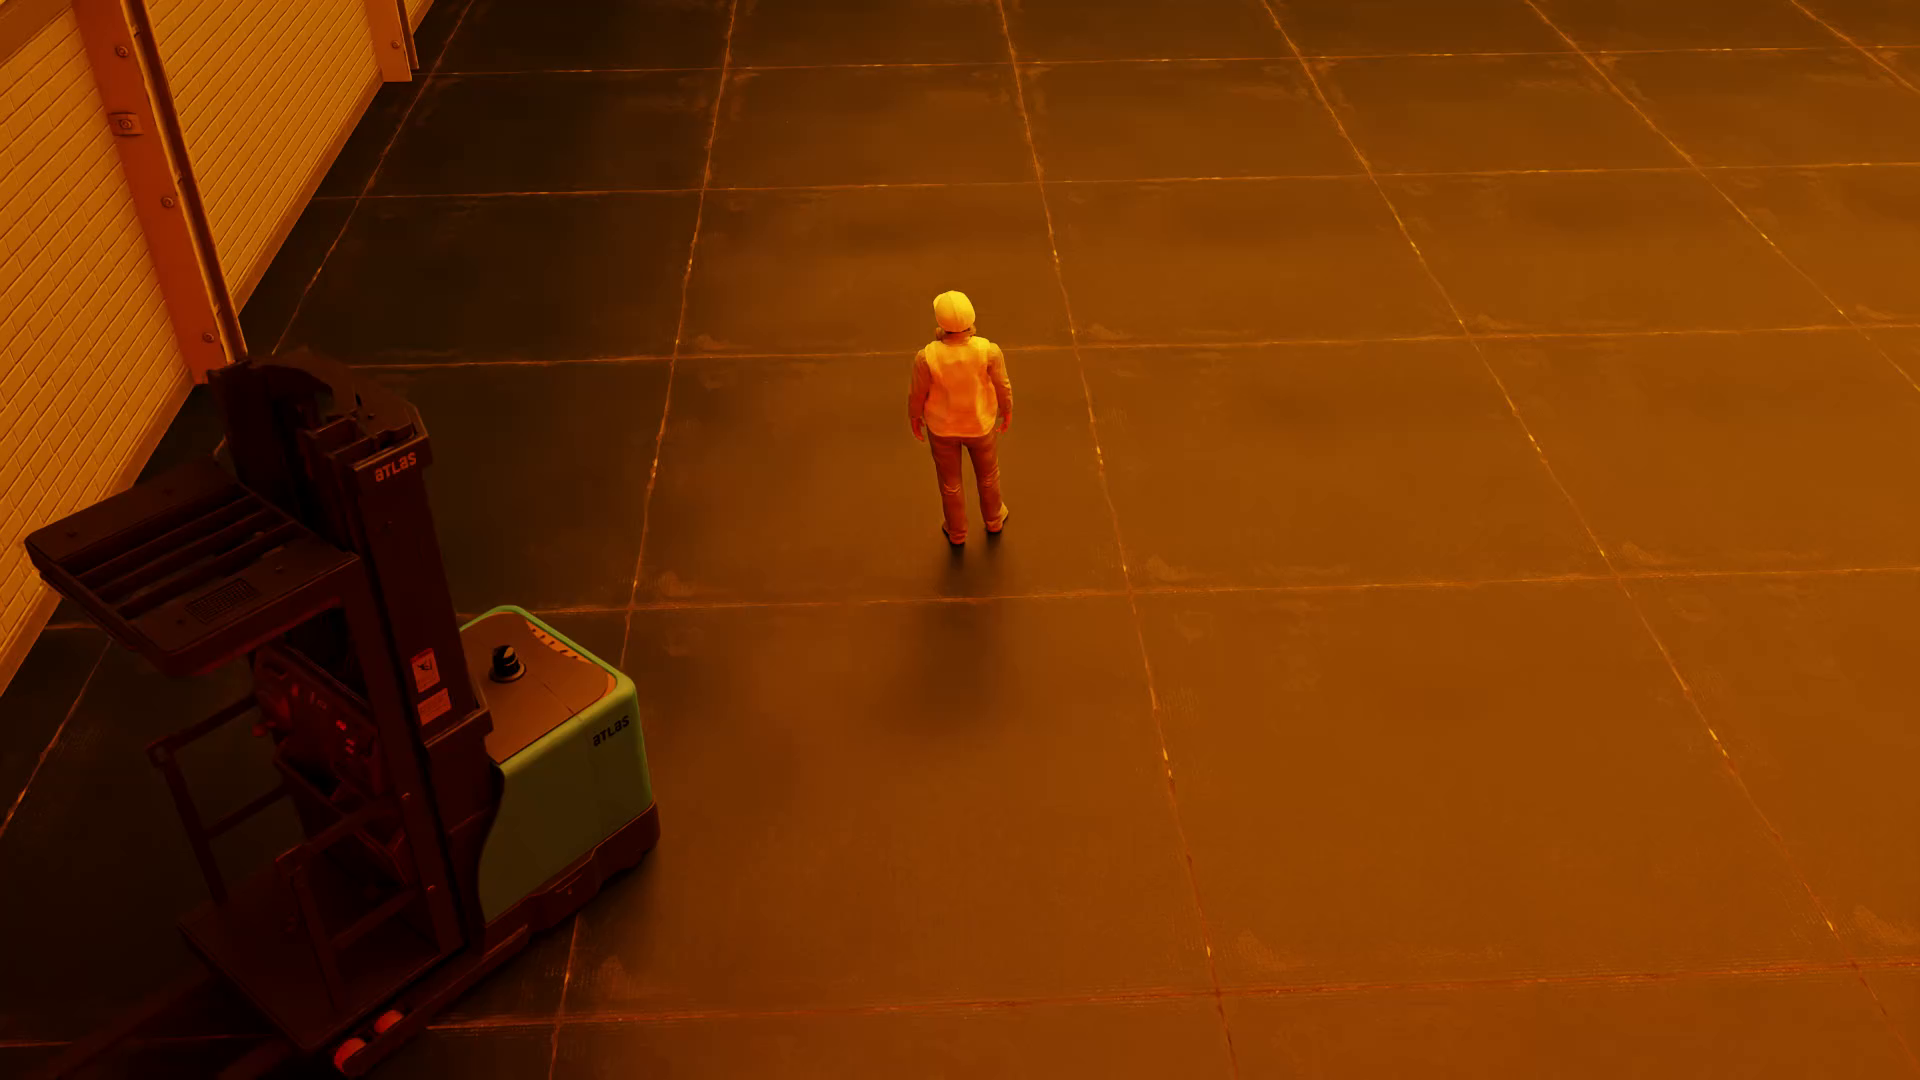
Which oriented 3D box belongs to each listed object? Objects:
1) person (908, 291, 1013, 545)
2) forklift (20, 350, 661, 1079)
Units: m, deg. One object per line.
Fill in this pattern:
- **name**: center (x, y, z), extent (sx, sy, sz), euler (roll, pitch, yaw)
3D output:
- **person**: center (0.004, -0.760, 10.025), extent (0.633, 1.775, 0.566), euler (-2, 36, -2)
- **forklift**: center (-2.841, 0.824, 6.879), extent (1.130, 2.935, 3.031), euler (27, 44, 32)
